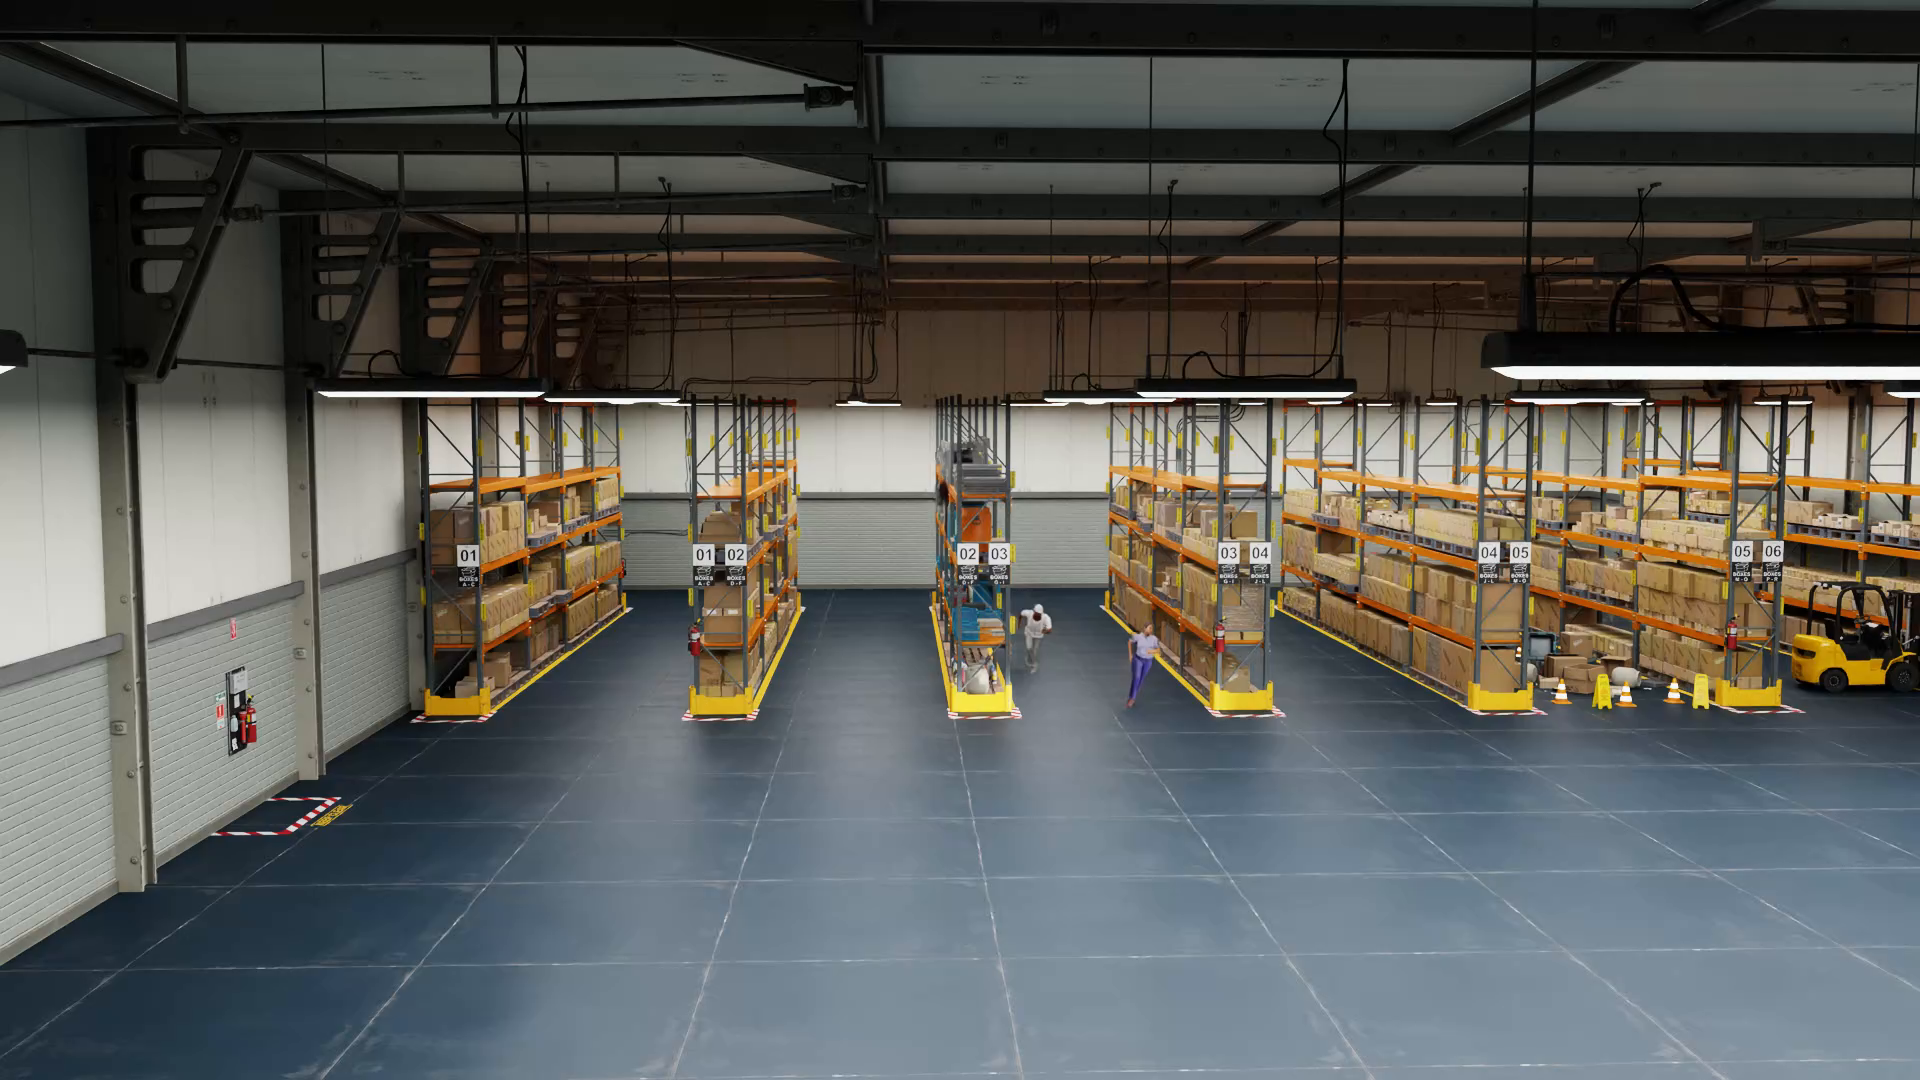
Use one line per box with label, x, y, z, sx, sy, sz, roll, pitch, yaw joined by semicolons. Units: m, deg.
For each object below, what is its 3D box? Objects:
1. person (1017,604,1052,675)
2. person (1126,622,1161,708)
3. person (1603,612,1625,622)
person;1.612;2.120;36.189;0.700;1.545;1.158;0;5;-5
person;3.475;2.373;32.135;0.758;1.599;0.807;-1;5;-12
person;17.548;1.363;44.647;0.658;1.725;0.776;-2;5;-25
